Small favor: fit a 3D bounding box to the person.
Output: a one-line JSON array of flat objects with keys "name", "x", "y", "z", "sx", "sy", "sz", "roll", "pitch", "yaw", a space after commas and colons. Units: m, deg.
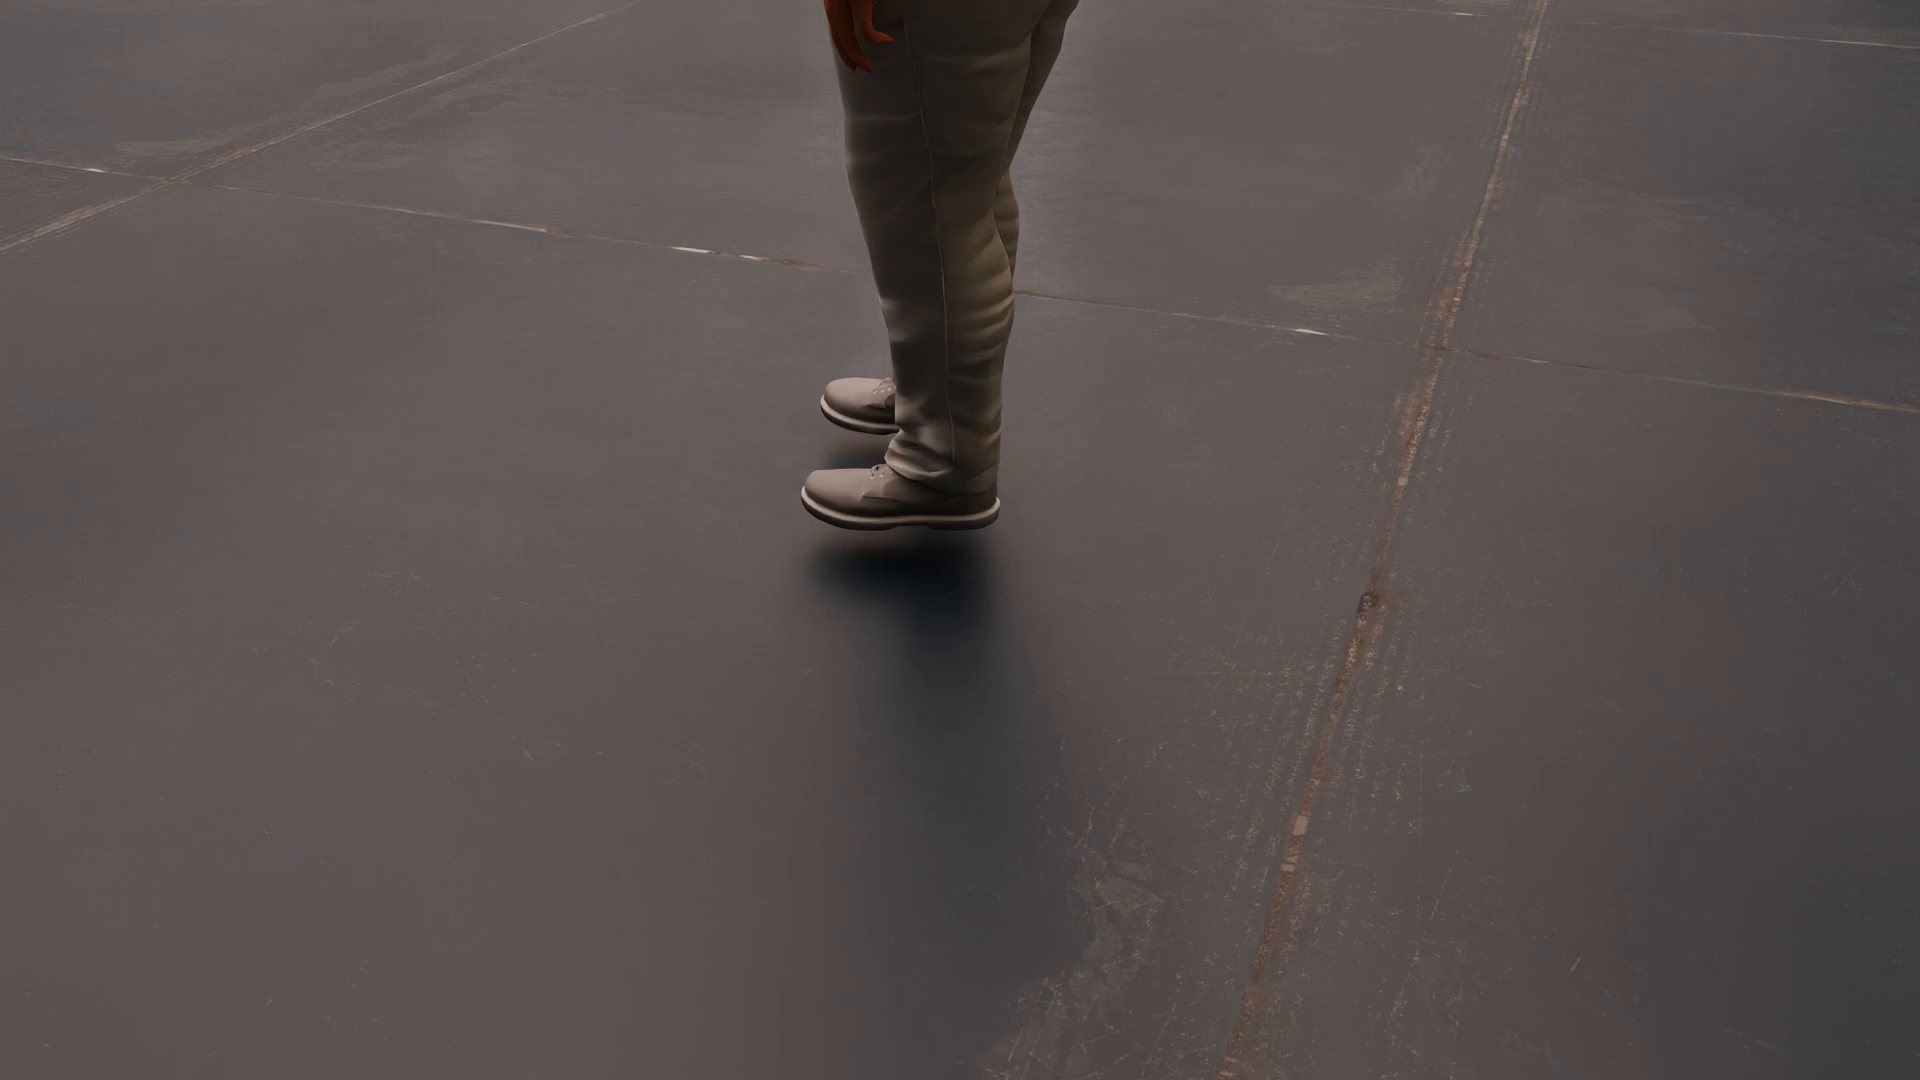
[{"name": "person", "x": -0.064, "y": -0.790, "z": 2.107, "sx": 0.528, "sy": 1.669, "sz": 0.599, "roll": 10, "pitch": 31, "yaw": 18}]
